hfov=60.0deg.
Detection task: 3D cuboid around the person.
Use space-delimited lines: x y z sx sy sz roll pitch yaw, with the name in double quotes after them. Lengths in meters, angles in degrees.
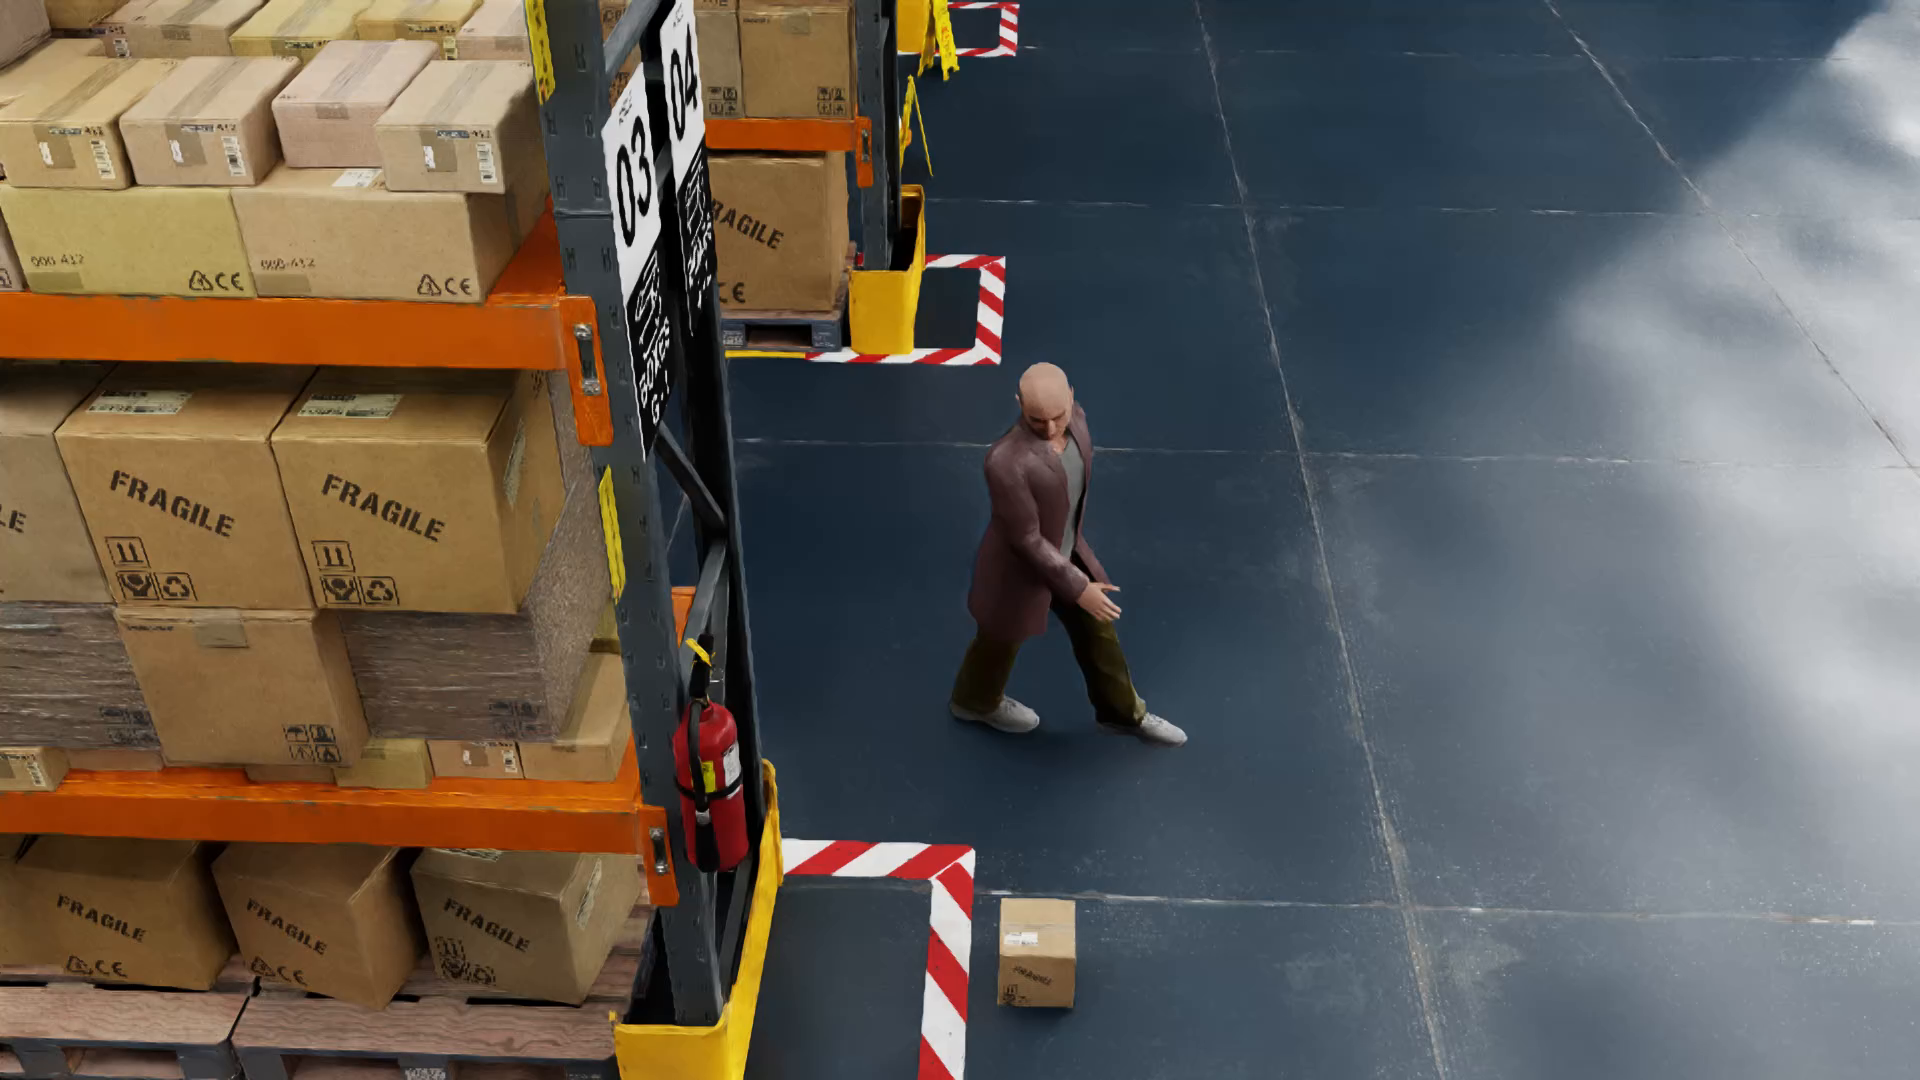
0.355 0.101 6.009 0.907 1.732 0.610 23 41 28 "person"
